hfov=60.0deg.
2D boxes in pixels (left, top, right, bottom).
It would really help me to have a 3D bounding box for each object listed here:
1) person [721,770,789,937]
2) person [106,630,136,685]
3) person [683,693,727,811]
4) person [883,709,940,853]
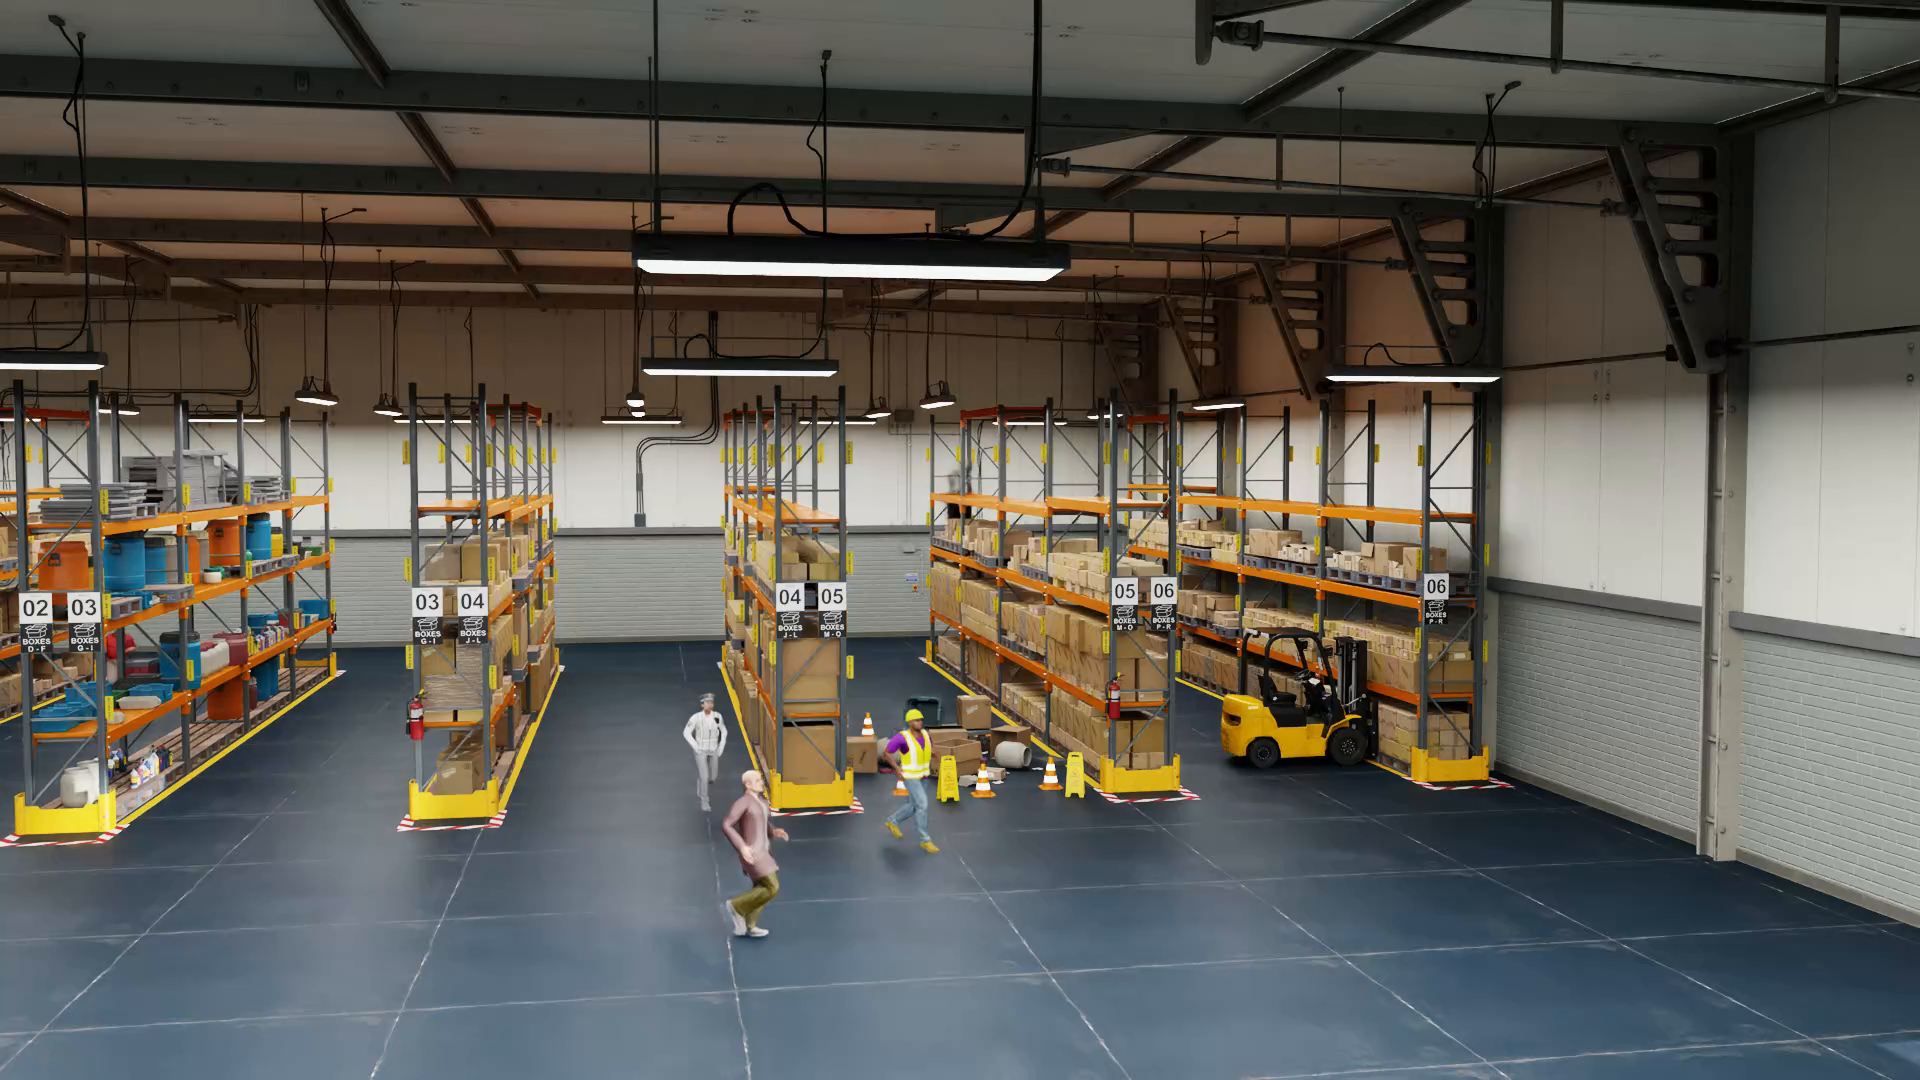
[{"bbox_3d":[-2.093,3.255,17.241,0.626,1.733,0.700,1,3,12],"label":"person"},{"bbox_3d":[-16.512,2.486,32.605,0.640,1.786,0.837,-1,3,-26],"label":"person"},{"bbox_3d":[-3.621,2.993,23.675,0.651,1.667,0.595,-1,3,-27],"label":"person"},{"bbox_3d":[-0.581,3.039,21.240,0.915,1.780,0.682,2,4,39],"label":"person"}]
